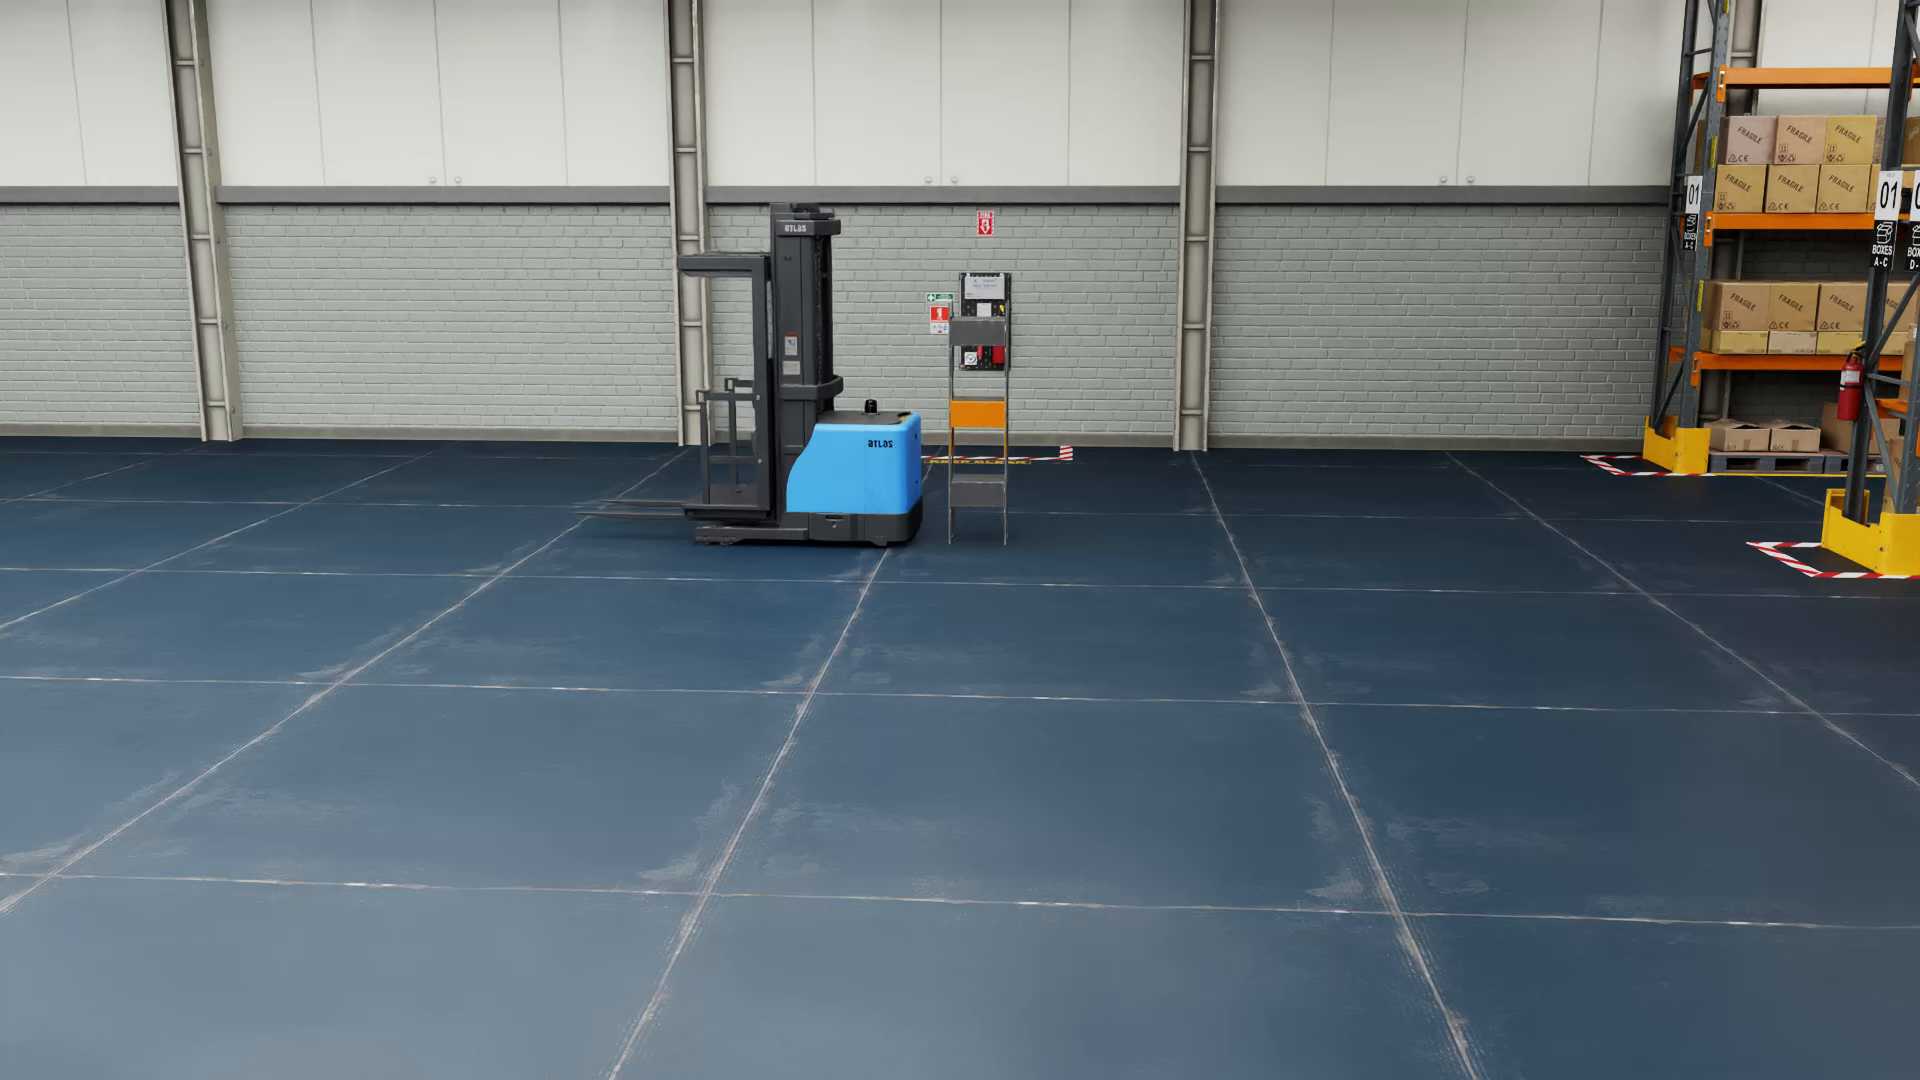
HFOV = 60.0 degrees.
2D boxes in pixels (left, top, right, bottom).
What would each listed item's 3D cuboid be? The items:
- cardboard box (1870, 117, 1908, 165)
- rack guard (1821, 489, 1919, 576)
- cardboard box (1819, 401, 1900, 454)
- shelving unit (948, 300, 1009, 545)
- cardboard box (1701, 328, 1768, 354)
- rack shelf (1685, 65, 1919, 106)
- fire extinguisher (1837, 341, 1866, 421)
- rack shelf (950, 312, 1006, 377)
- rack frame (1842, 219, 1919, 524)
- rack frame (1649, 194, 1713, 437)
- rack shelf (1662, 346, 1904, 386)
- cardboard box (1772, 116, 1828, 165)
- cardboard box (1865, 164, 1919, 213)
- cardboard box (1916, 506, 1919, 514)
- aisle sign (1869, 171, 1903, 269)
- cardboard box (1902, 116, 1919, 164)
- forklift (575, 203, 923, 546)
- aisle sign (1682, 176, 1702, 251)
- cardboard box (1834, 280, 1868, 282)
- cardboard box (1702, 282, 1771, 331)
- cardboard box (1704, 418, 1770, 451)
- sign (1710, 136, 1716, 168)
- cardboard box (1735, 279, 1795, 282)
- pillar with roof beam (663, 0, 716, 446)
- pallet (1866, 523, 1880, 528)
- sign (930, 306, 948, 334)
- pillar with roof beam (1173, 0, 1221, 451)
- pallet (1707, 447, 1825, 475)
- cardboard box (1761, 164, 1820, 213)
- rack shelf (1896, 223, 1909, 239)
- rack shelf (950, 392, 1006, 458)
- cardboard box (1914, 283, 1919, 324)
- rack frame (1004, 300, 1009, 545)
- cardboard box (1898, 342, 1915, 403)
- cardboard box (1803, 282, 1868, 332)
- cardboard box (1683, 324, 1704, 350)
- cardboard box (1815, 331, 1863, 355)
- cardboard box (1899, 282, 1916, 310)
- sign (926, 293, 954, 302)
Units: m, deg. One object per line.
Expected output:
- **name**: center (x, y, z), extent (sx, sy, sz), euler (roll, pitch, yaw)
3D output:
- **cardboard box**: center (9.980, -4.352, 18.188), extent (0.500, 0.500, 0.500), euler (1, 12, 4)
- **rack guard**: center (7.644, -0.078, 13.921), extent (0.348, 0.500, 1.175), euler (1, 12, 4)
- **cardboard box**: center (9.977, -1.249, 18.445), extent (0.500, 0.500, 0.700), euler (0, 12, 0)
- **shelving unit**: center (0.165, -1.025, 14.542), extent (0.503, 2.100, 0.431), euler (1, 12, 4)
- **cardboard box**: center (8.461, -2.178, 18.172), extent (0.500, 0.250, 0.500), euler (0, 12, 2)
- **rack shelf**: center (9.991, -4.869, 17.830), extent (4.000, 0.370, 1.077), euler (1, 12, 4)
- **fire extinguisher**: center (7.581, -1.360, 14.132), extent (0.183, 0.674, 0.296), euler (1, 12, 4)
- **rack shelf**: center (0.165, -1.697, 14.402), extent (0.480, 0.518, 0.431), euler (1, 12, 4)
- **rack frame**: center (7.668, -1.301, 13.663), extent (0.127, 3.000, 1.000), euler (1, 12, 4)
- **rack frame**: center (7.995, -2.313, 18.501), extent (0.127, 3.000, 1.000), euler (1, 12, 4)
- **rack shelf**: center (9.991, -1.934, 18.444), extent (4.000, 0.370, 1.077), euler (1, 12, 4)
- **cardboard box**: center (8.860, -4.258, 17.735), extent (0.500, 0.500, 0.500), euler (1, 12, 3)
- **cardboard box**: center (9.900, -3.761, 17.801), extent (0.500, 0.500, 0.500), euler (2, 12, 7)
- **cardboard box**: center (8.188, -0.108, 13.649), extent (0.500, 0.250, 0.500), euler (1, 12, 4)
- **aisle sign**: center (7.622, -2.635, 13.688), extent (0.004, 0.787, 0.394), euler (1, 12, 4)
- **cardboard box**: center (10.399, -4.237, 17.635), extent (0.500, 0.500, 0.500), euler (0, 12, 2)
- **forklift**: center (-1.894, -1.491, 14.738), extent (3.031, 2.935, 1.130), euler (1, 12, 6)
- **aisle sign**: center (7.903, -3.526, 17.947), extent (0.004, 0.787, 0.394), euler (1, 12, 4)
- **cardboard box**: center (10.000, -2.632, 18.509), extent (0.500, 0.500, 0.500), euler (1, 12, 5)
- **cardboard box**: center (8.451, -2.549, 18.113), extent (0.500, 0.500, 0.500), euler (1, 12, 4)
- **cardboard box**: center (8.679, -1.185, 18.598), extent (0.500, 0.311, 0.500), euler (-1, 12, -3)
- **sign**: center (7.959, -4.099, 17.575), extent (0.005, 0.325, 0.100), euler (1, 12, 4)
- **cardboard box**: center (8.981, -2.645, 18.572), extent (0.500, 0.500, 0.500), euler (1, 12, 5)
- **pillar with roof beam**: center (-3.509, -4.702, 15.266), extent (0.400, 9.000, 9.100), euler (1, 12, 4)
- **pallet**: center (8.434, 0.065, 13.939), extent (1.213, 0.211, 1.003), euler (1, 12, 4)
- **sign**: center (-0.243, -2.650, 20.025), extent (0.234, 0.329, 0.001), euler (1, 12, 4)
- **pillar with roof beam**: center (2.477, -4.620, 14.874), extent (0.400, 9.000, 9.100), euler (1, 12, 4)
- **pallet**: center (8.879, -0.929, 18.694), extent (1.213, 0.211, 1.003), euler (1, 12, 4)
- **cardboard box**: center (8.846, -3.770, 17.846), extent (0.500, 0.500, 0.500), euler (2, 12, 8)
- **rack shelf**: center (9.663, -2.390, 13.299), extent (4.000, 0.370, 1.077), euler (1, 12, 4)
- **rack shelf**: center (0.165, -1.012, 14.545), extent (0.480, 0.518, 0.431), euler (1, 12, 4)
- **cardboard box**: center (8.186, -1.976, 13.474), extent (0.500, 0.500, 0.700), euler (1, 12, 4)
- **rack frame**: center (0.409, -1.022, 14.526), extent (0.015, 2.100, 0.400), euler (1, 12, 4)
- **cardboard box**: center (8.133, -1.341, 13.610), extent (0.500, 0.500, 0.700), euler (1, 12, 4)
- **cardboard box**: center (9.459, -2.532, 18.031), extent (0.500, 0.500, 0.500), euler (0, 12, 2)
- **cardboard box**: center (8.475, -2.283, 18.673), extent (0.500, 0.250, 0.500), euler (1, 12, 5)
- **cardboard box**: center (9.488, -2.166, 18.113), extent (0.500, 0.250, 0.500), euler (1, 12, 3)
- **cardboard box**: center (10.494, -2.520, 17.976), extent (0.500, 0.500, 0.500), euler (0, 12, 2)
- **sign**: center (-0.239, -2.908, 19.962), extent (0.331, 0.109, 0.001), euler (1, 12, 4)
